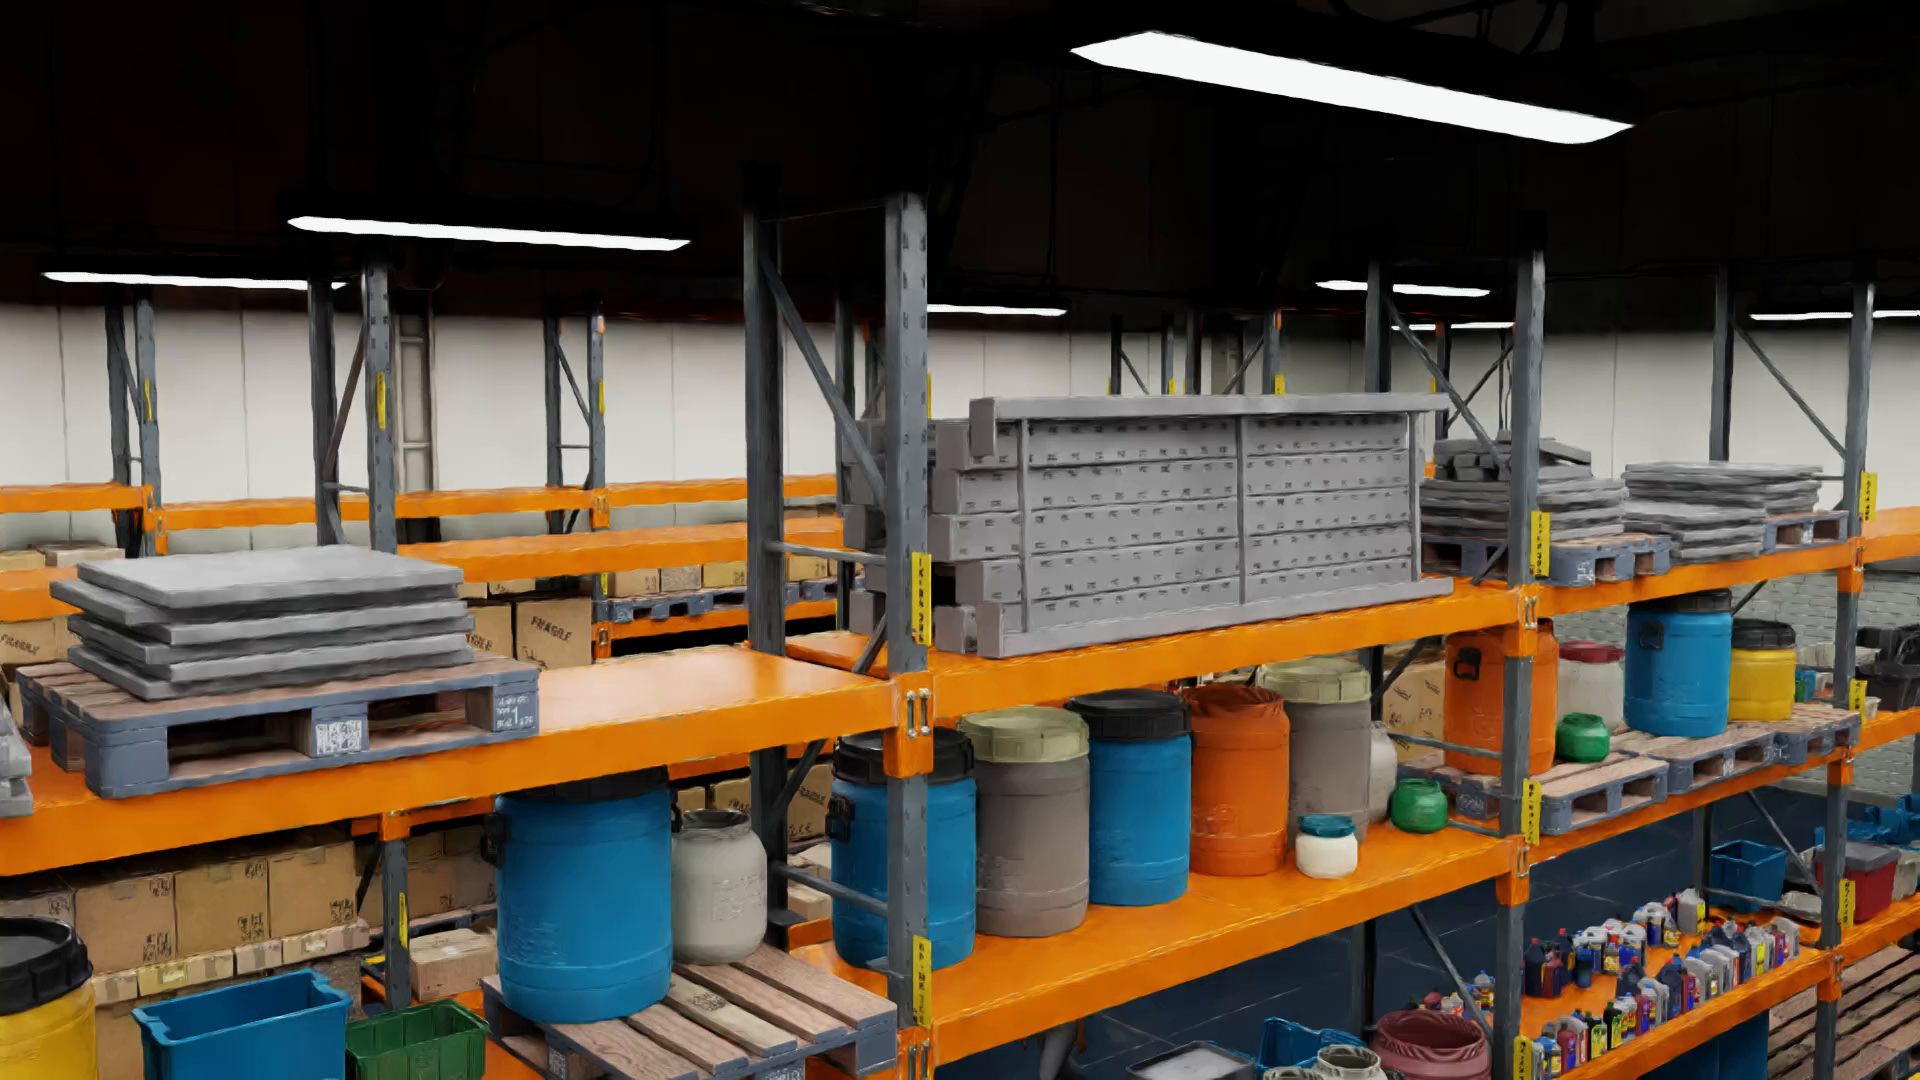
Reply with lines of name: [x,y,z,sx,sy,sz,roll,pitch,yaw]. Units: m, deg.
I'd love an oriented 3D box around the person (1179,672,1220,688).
person: [3.353,2.050,23.027,0.738,1.775,0.576,0,6,-2]

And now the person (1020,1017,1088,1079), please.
person: [0.587,3.285,11.232,1.089,1.572,0.450,-5,7,-42]
